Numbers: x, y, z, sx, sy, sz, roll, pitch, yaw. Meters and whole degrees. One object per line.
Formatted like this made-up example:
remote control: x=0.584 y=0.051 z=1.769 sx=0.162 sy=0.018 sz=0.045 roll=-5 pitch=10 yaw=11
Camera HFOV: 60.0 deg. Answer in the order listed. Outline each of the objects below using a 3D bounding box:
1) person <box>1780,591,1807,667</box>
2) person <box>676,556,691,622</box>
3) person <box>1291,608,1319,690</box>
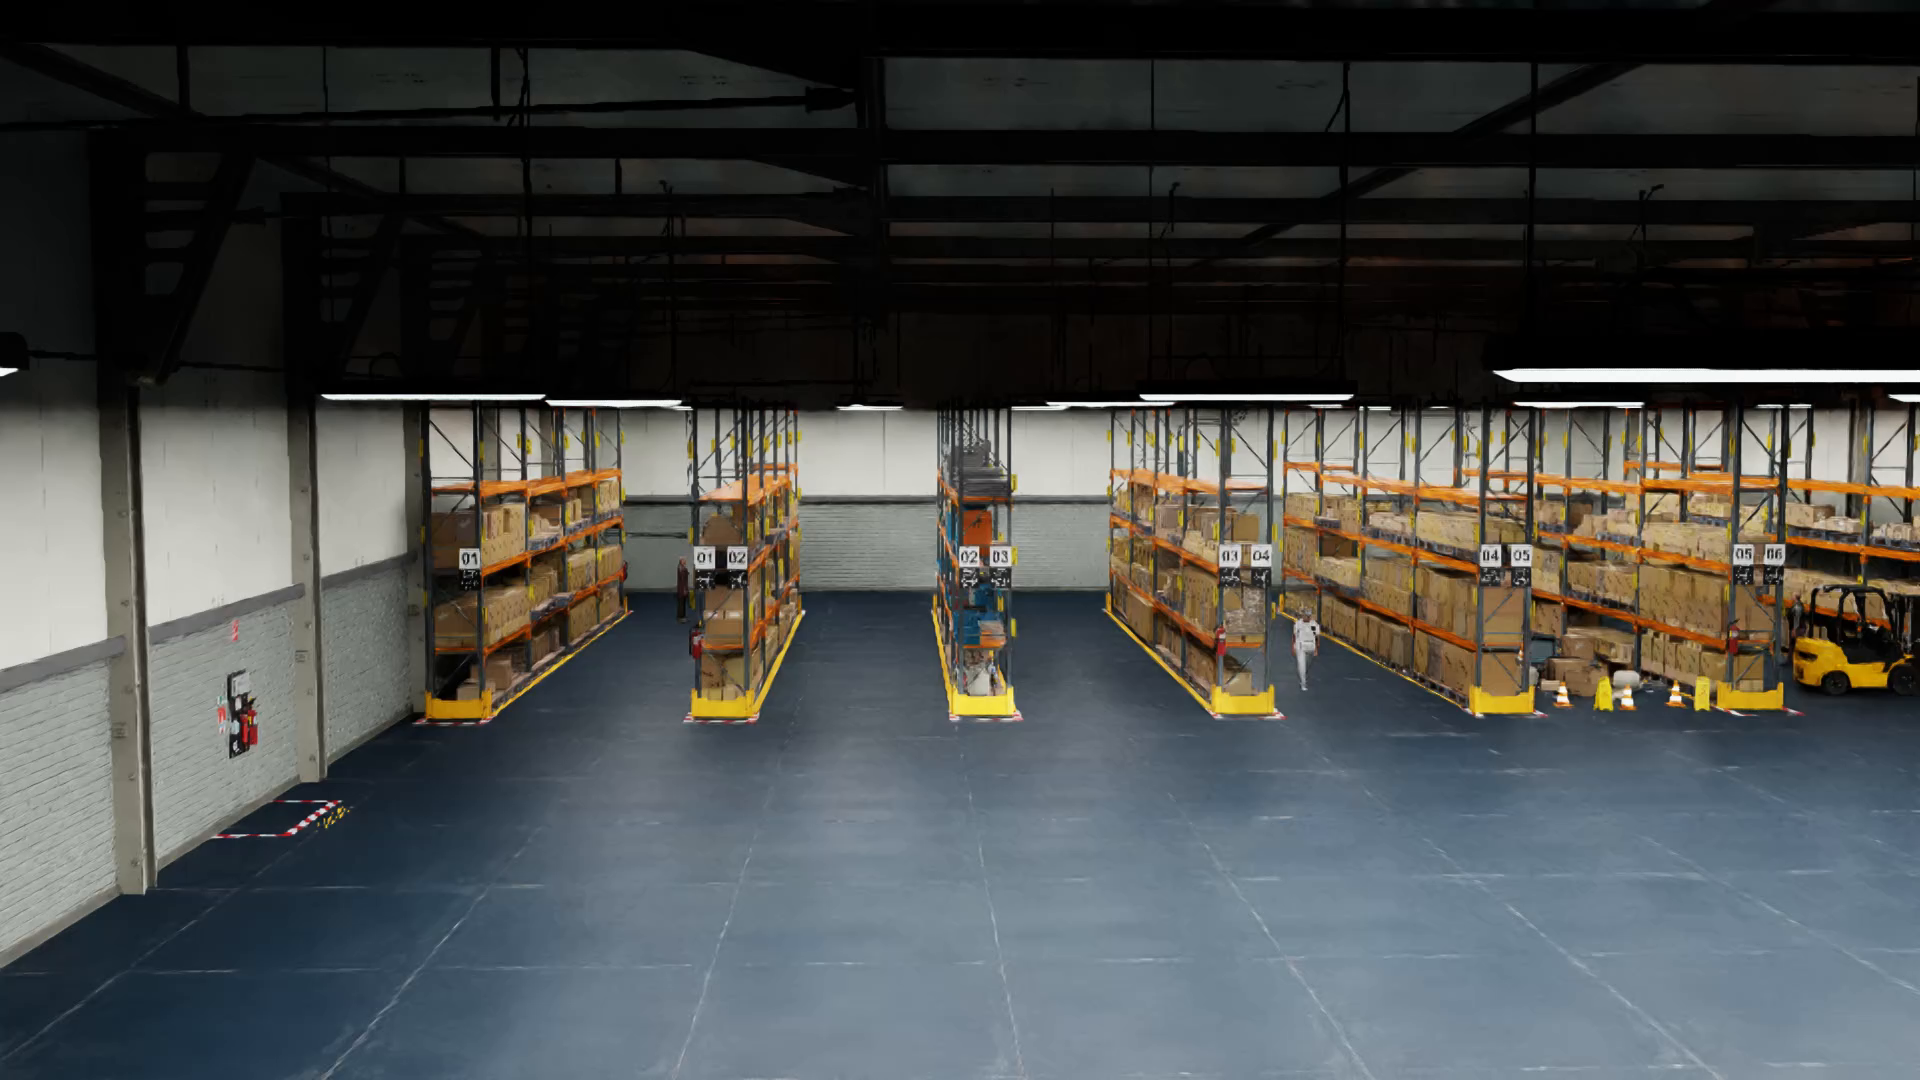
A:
person: x=18.573 y=1.995 z=37.012 sx=0.576 sy=1.708 sz=0.625 roll=2 pitch=5 yaw=21
person: x=-7.536 y=1.315 z=45.302 sx=0.445 sy=1.782 sz=0.674 roll=-1 pitch=5 yaw=-15
person: x=7.149 y=2.220 z=34.299 sx=0.537 sy=1.676 sz=1.120 roll=0 pitch=4 yaw=-5
